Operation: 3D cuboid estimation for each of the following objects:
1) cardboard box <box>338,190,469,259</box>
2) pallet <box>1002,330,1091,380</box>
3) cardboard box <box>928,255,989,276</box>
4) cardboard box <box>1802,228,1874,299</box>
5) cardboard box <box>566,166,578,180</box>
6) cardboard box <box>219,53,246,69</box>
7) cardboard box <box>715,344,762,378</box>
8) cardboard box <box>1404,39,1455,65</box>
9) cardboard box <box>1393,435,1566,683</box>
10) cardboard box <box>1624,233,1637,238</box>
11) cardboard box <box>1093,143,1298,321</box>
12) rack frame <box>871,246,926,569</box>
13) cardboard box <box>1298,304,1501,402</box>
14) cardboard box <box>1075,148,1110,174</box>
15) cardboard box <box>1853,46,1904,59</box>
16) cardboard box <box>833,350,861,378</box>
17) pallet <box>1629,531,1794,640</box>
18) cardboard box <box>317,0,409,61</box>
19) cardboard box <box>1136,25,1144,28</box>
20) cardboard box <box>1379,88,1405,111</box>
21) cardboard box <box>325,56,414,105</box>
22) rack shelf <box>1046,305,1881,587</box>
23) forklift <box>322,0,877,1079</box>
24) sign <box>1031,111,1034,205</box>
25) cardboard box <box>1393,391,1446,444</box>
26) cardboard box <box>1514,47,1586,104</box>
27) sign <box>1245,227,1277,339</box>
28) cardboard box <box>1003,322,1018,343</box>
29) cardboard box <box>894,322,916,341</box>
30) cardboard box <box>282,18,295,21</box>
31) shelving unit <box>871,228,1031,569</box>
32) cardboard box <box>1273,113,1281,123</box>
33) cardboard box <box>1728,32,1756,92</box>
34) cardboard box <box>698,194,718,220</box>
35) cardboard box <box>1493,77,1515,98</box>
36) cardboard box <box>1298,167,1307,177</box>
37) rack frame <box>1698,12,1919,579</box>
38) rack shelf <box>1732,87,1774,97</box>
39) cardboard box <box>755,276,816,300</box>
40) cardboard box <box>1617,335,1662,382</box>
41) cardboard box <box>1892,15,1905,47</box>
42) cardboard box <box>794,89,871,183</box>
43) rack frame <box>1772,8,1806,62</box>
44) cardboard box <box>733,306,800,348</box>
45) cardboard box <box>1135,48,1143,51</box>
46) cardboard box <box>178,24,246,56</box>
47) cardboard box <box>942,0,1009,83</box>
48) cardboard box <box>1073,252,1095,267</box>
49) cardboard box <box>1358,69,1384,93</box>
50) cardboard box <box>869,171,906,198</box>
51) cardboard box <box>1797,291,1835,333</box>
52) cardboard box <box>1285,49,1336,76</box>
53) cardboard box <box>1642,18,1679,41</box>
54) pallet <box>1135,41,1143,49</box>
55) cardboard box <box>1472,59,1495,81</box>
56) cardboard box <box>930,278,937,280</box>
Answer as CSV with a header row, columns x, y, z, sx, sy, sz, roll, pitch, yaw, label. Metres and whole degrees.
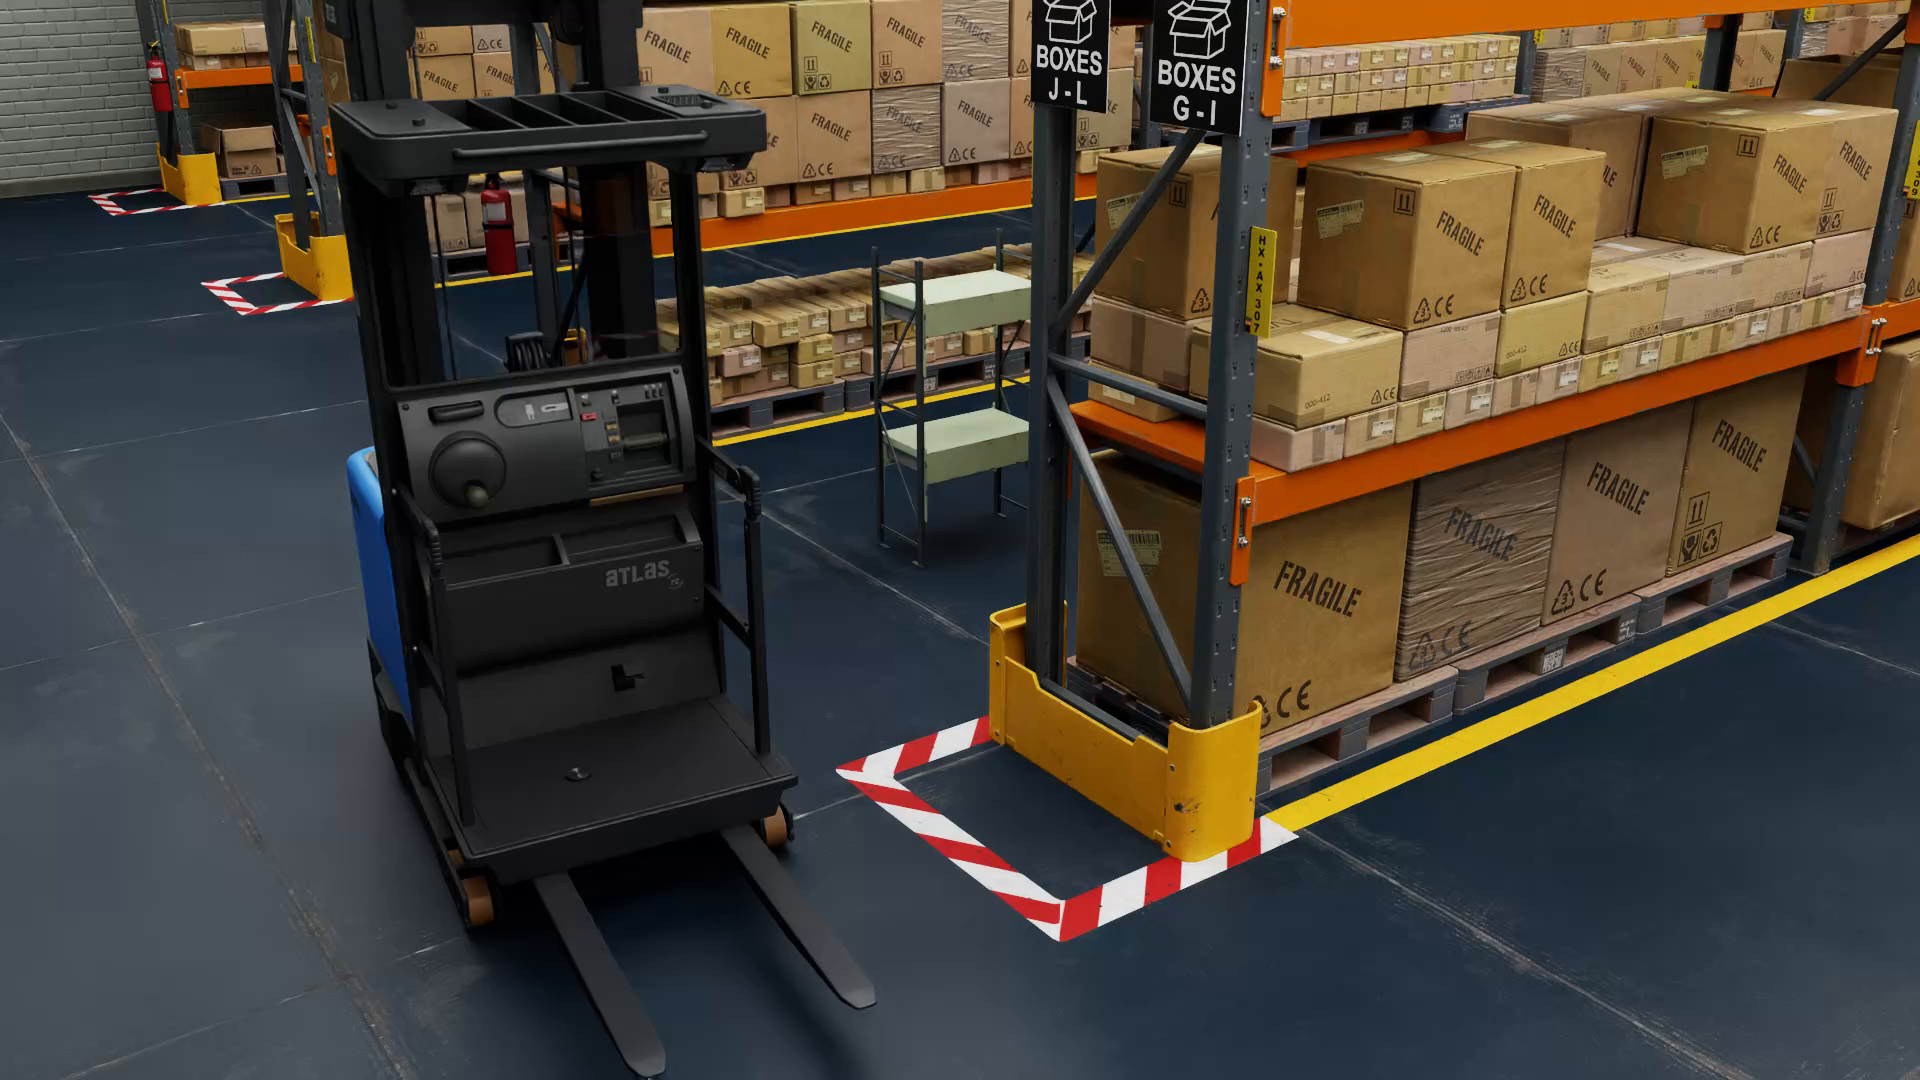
x,y,z,sx,sy,sz,roll,pitch,yaw,label
-4.722,-2.665,13.918,0.875,0.438,0.875,-16,27,-35,cardboard box
0.496,-1.434,11.706,1.213,0.211,1.003,-15,26,-33,pallet
-0.013,-1.846,11.452,0.250,0.149,0.380,-16,27,-34,cardboard box
3.630,-1.265,7.321,0.500,0.250,0.500,-15,26,-34,cardboard box
-2.012,-2.379,9.775,0.500,0.500,0.500,-14,26,-32,cardboard box
-7.495,-4.920,17.019,0.250,0.149,0.380,-14,26,-32,cardboard box
-1.396,-1.107,10.002,0.250,0.149,0.380,-15,26,-33,cardboard box
3.505,-3.693,12.573,0.250,0.149,0.380,-14,26,-31,cardboard box
1.799,-0.073,6.833,0.875,0.875,0.875,-15,26,-33,cardboard box
2.894,-1.311,7.435,0.500,0.250,0.500,-15,26,-33,cardboard box
0.830,-1.107,5.912,0.500,0.500,0.500,-15,26,-32,cardboard box
-0.292,-0.619,7.924,0.023,1.500,0.400,-15,26,-33,rack frame
1.553,-0.711,5.933,0.500,0.250,0.500,-15,26,-33,cardboard box
0.780,-2.548,11.073,0.250,0.149,0.380,-16,27,-34,cardboard box
4.913,-2.170,8.298,0.637,0.503,0.797,-15,26,-32,cardboard box
-0.829,-1.151,10.514,0.250,0.149,0.380,-15,26,-33,cardboard box
3.172,0.065,7.949,1.213,0.211,1.003,-15,26,-33,pallet
-4.644,-4.016,12.929,0.500,0.500,0.500,-16,27,-34,cardboard box
1.795,-5.626,17.345,0.500,0.500,0.500,-16,27,-34,cardboard box
3.091,-3.309,12.413,0.250,0.149,0.380,-14,26,-31,cardboard box
-4.642,-3.551,13.113,0.500,0.500,0.500,-15,26,-33,cardboard box
2.212,-0.604,6.834,4.000,0.370,1.077,-15,26,-33,rack shelf
-1.229,-0.315,5.230,1.130,2.935,3.031,-11,24,-26,forklift
0.282,-1.320,5.774,0.005,0.325,0.100,-15,26,-33,sign
1.484,-0.478,5.886,0.250,0.149,0.380,-16,27,-34,cardboard box
4.789,-3.814,13.771,0.500,0.500,0.500,-15,26,-32,cardboard box
0.907,-0.776,5.019,0.005,0.325,0.100,-15,26,-33,sign
0.180,-1.441,11.240,0.250,0.149,0.380,-16,27,-34,cardboard box
-0.397,-1.422,10.792,0.250,0.149,0.380,-14,25,-30,cardboard box
-7.059,-5.444,17.794,0.500,0.250,0.500,-14,26,-31,cardboard box
0.005,-0.698,8.122,0.755,1.500,0.431,-15,26,-33,shelving unit
2.035,-3.025,11.703,0.250,0.149,0.380,-15,26,-32,cardboard box
6.837,-4.361,15.142,0.500,0.500,0.500,-15,26,-33,cardboard box
-1.590,-1.942,9.555,0.250,0.149,0.380,-14,26,-31,cardboard box
4.135,-3.585,13.104,0.250,0.149,0.380,-14,26,-32,cardboard box
2.745,-2.844,13.271,0.500,0.250,0.500,-15,26,-32,cardboard box
3.835,-1.371,7.786,0.127,3.000,1.000,-15,26,-33,rack frame
5.891,-3.850,14.968,4.000,0.370,1.077,-15,26,-33,rack shelf
-1.139,-1.601,10.839,0.250,0.149,0.380,-14,26,-31,cardboard box
2.529,-0.757,6.585,0.250,0.149,0.380,-14,26,-32,cardboard box
9.119,-5.122,16.984,0.500,0.550,0.875,-15,26,-33,cardboard box
-0.876,-2.444,9.938,0.500,0.500,0.500,-15,26,-32,cardboard box
7.514,-4.617,15.920,0.127,3.000,1.000,-15,26,-33,rack frame
-1.170,-1.290,10.059,0.250,0.149,0.380,-15,26,-33,cardboard box
1.450,-3.444,11.950,0.250,0.149,0.380,-16,27,-34,cardboard box
-7.576,-5.065,16.844,0.500,0.250,0.500,-15,26,-33,cardboard box
-0.044,-3.131,10.311,0.500,0.500,0.500,-14,26,-31,cardboard box
0.884,-1.877,11.531,0.250,0.149,0.380,-14,26,-31,cardboard box
2.877,-3.388,12.211,0.250,0.149,0.380,-16,27,-34,cardboard box
-0.536,-2.227,10.270,0.250,0.149,0.380,-14,26,-31,cardboard box
3.570,-1.034,7.280,0.250,0.149,0.380,-14,26,-32,cardboard box
2.453,-3.413,11.871,0.250,0.149,0.380,-15,26,-33,cardboard box
5.877,-4.689,14.615,0.500,0.500,0.700,-15,26,-33,cardboard box
1.811,-5.316,17.929,1.003,0.211,1.213,-15,26,-33,pallet
3.916,-3.666,12.906,0.250,0.149,0.380,-14,26,-31,cardboard box
-0.132,-1.573,10.768,0.250,0.149,0.380,-16,27,-35,cardboard box
